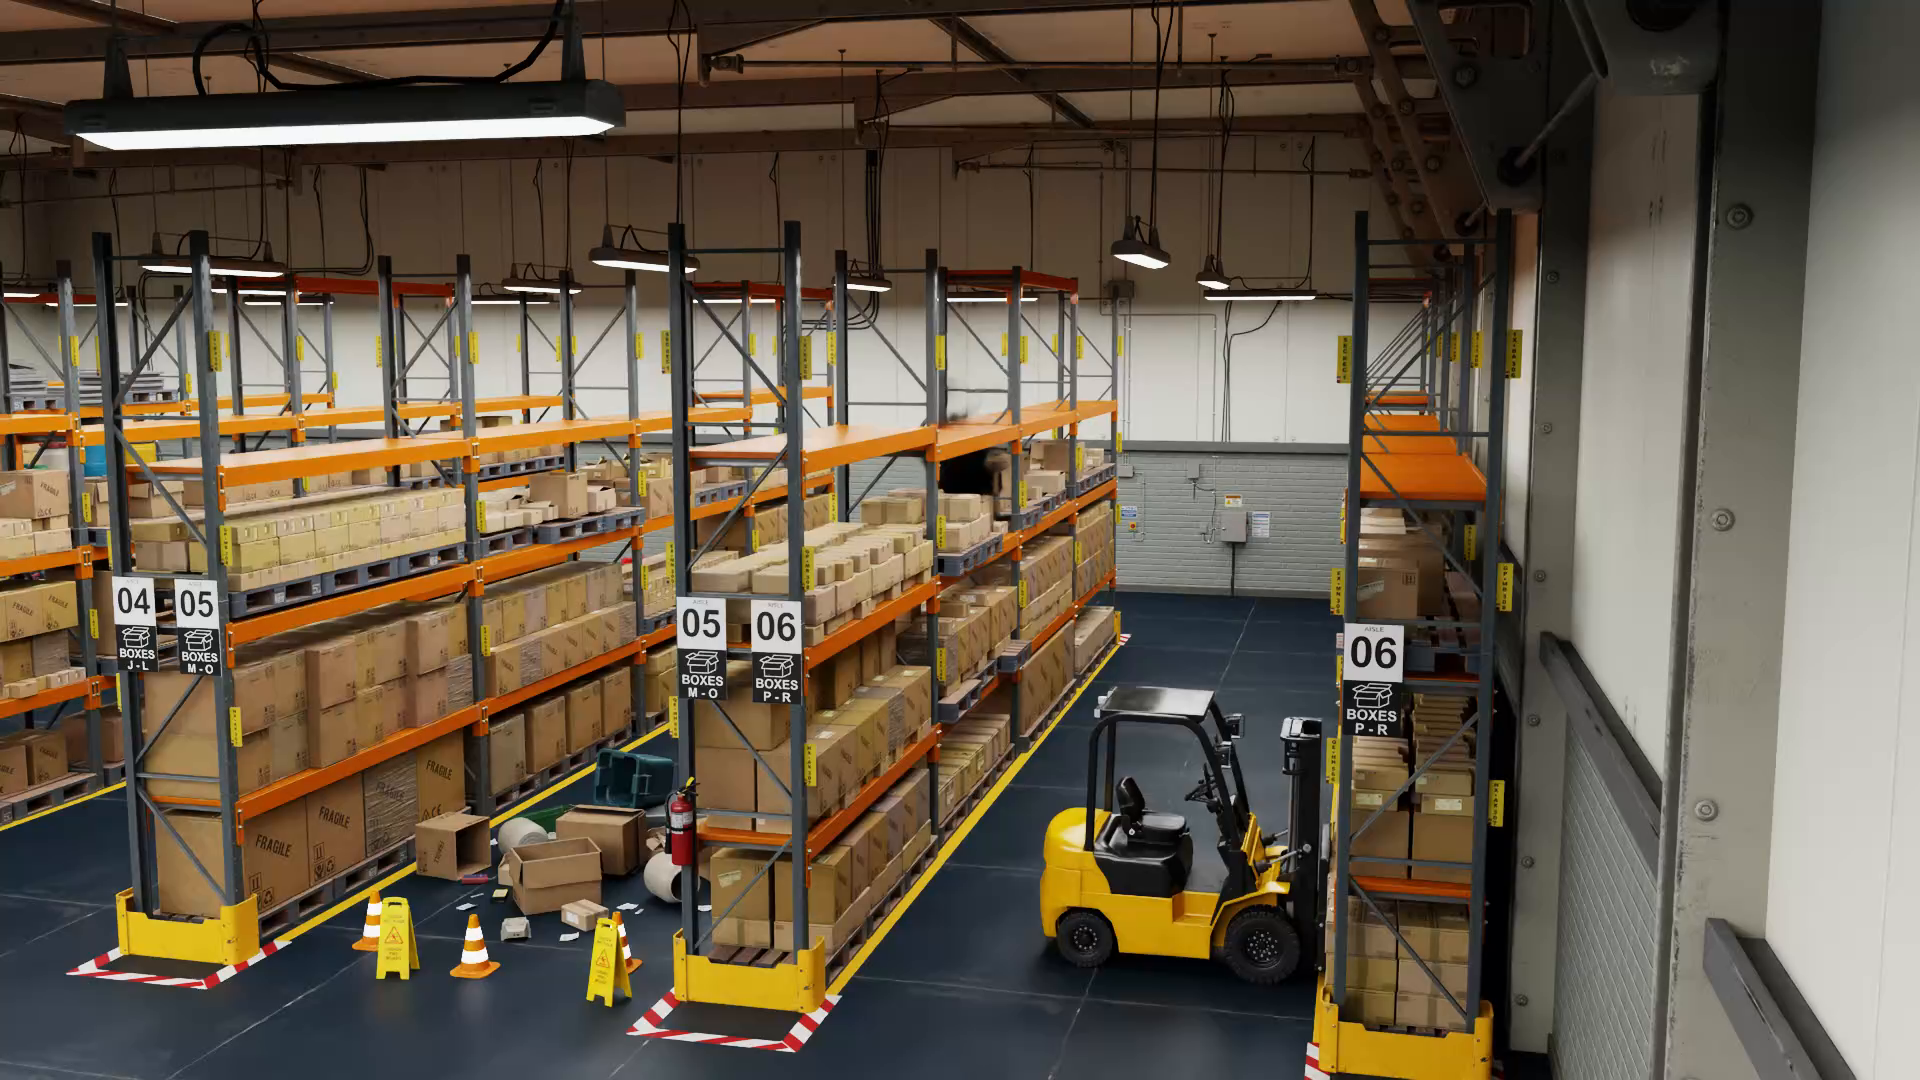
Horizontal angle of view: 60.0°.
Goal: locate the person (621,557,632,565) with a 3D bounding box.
[{"bbox_3d":[-5.261,1.106,26.388,0.649,1.705,0.751,1,7,6],"label":"person"}]
